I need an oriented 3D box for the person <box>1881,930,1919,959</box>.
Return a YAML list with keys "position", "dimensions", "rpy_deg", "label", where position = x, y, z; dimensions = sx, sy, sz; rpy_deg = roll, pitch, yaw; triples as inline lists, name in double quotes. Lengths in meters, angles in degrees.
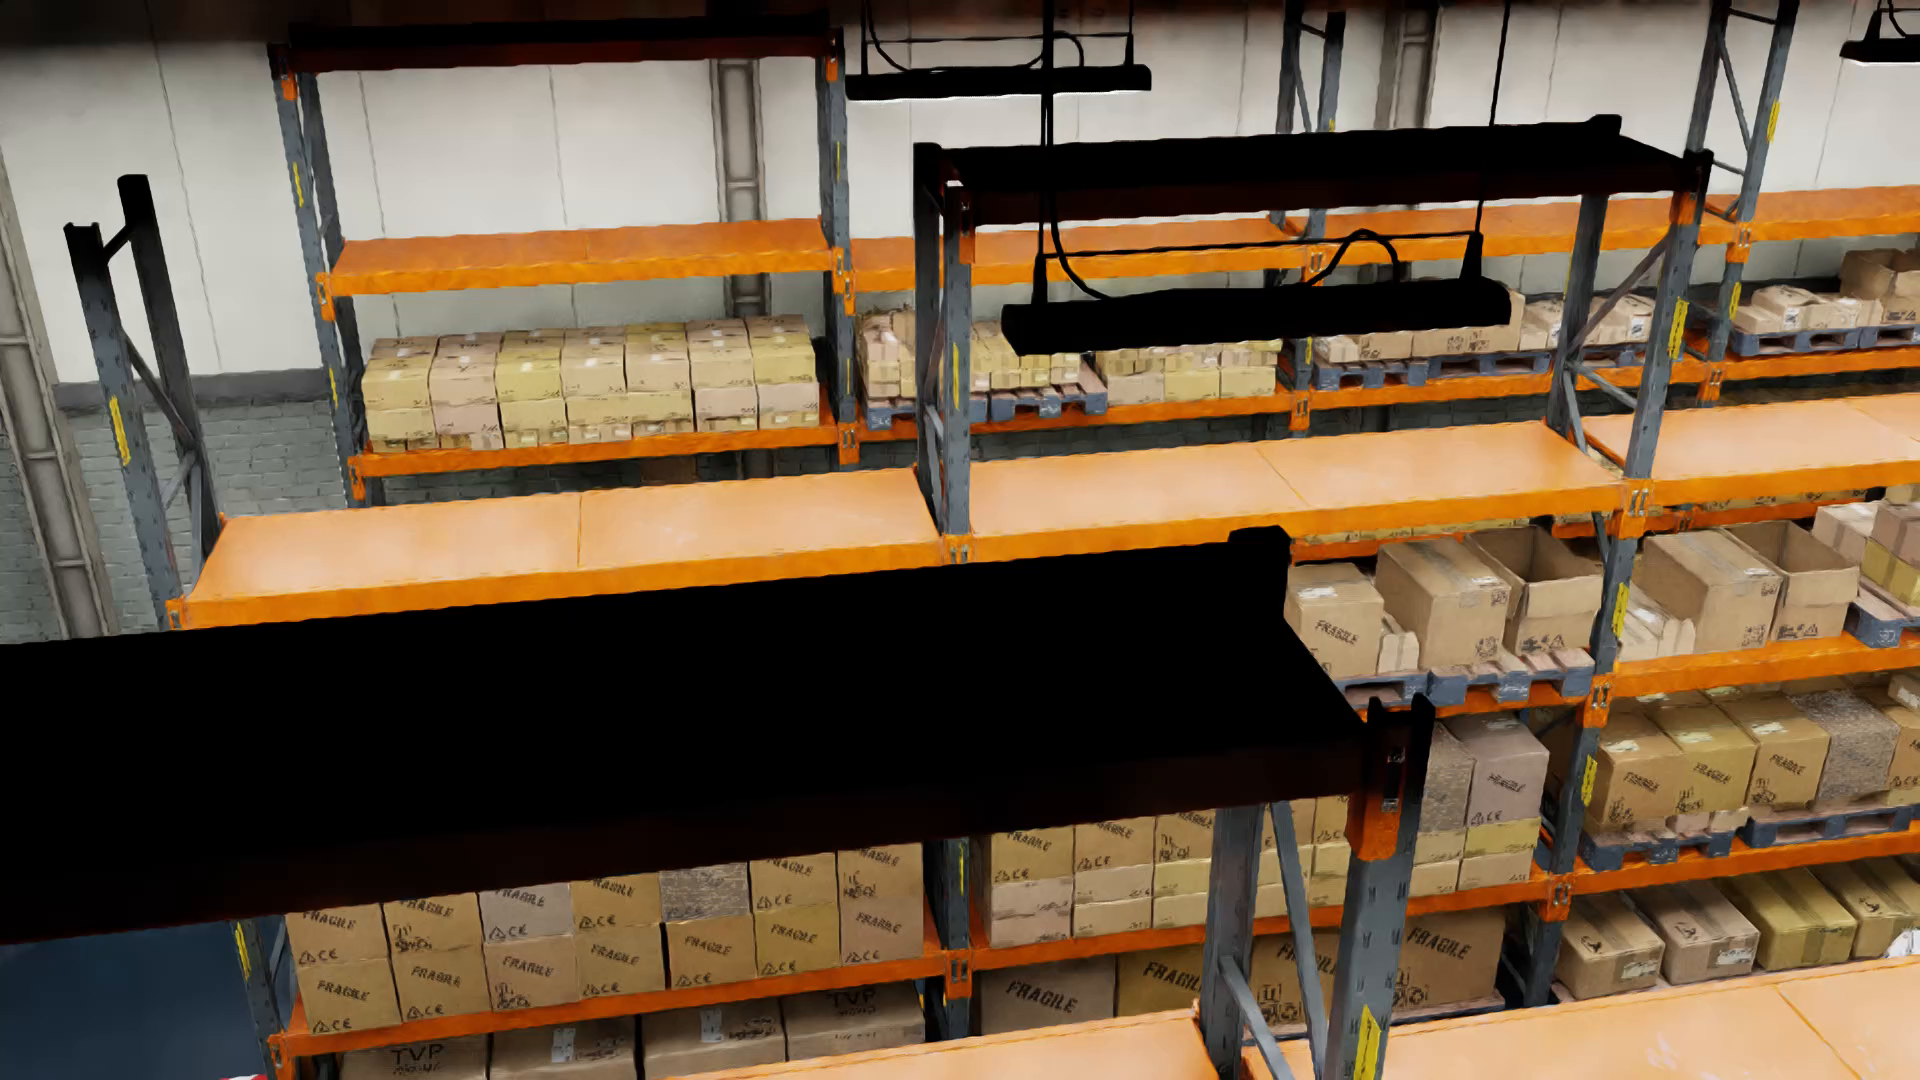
- position: [5.821, 2.959, 10.136]
  dimensions: [0.644, 1.747, 0.585]
  rpy_deg: [7, 27, 14]
  label: "person"
